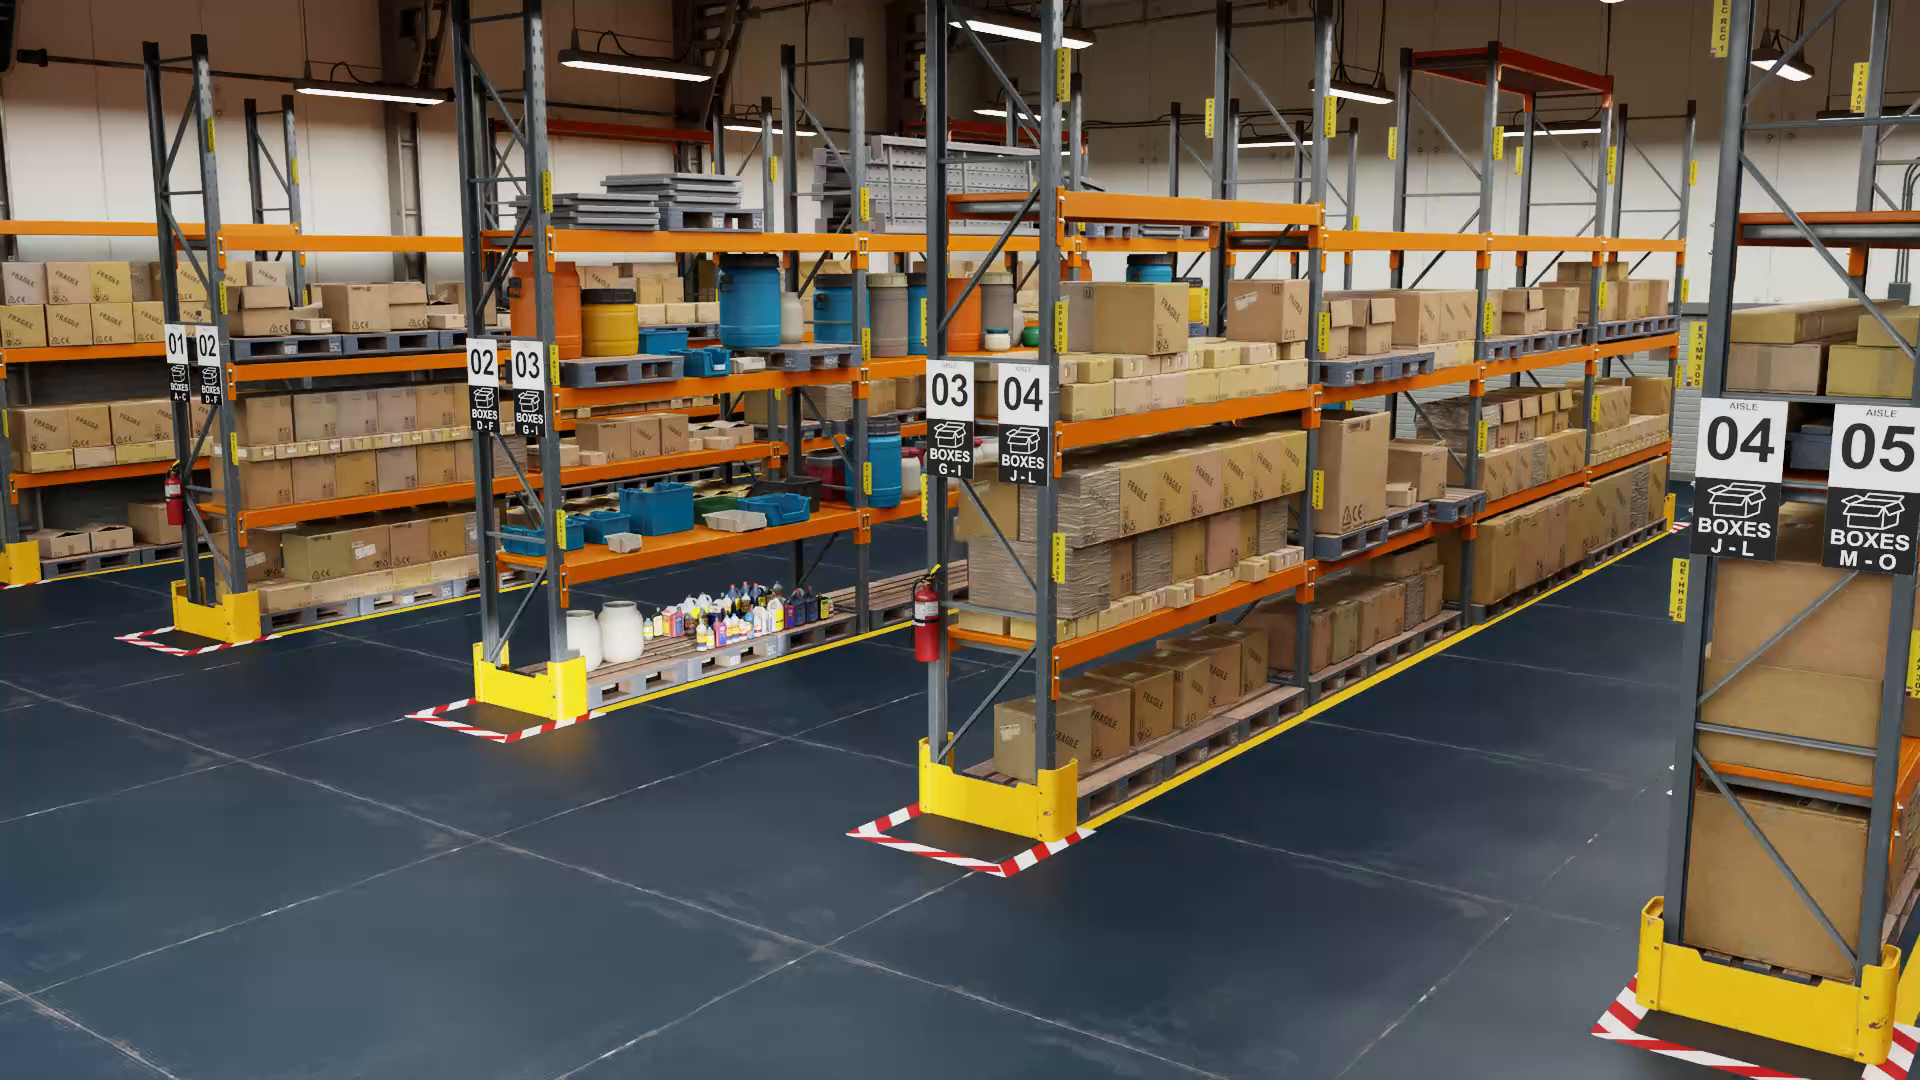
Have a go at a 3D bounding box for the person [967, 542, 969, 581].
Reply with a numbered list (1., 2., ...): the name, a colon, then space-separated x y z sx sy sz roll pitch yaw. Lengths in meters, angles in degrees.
1. person: 0.229 0.006 17.960 0.494 1.711 0.560 7 12 36
